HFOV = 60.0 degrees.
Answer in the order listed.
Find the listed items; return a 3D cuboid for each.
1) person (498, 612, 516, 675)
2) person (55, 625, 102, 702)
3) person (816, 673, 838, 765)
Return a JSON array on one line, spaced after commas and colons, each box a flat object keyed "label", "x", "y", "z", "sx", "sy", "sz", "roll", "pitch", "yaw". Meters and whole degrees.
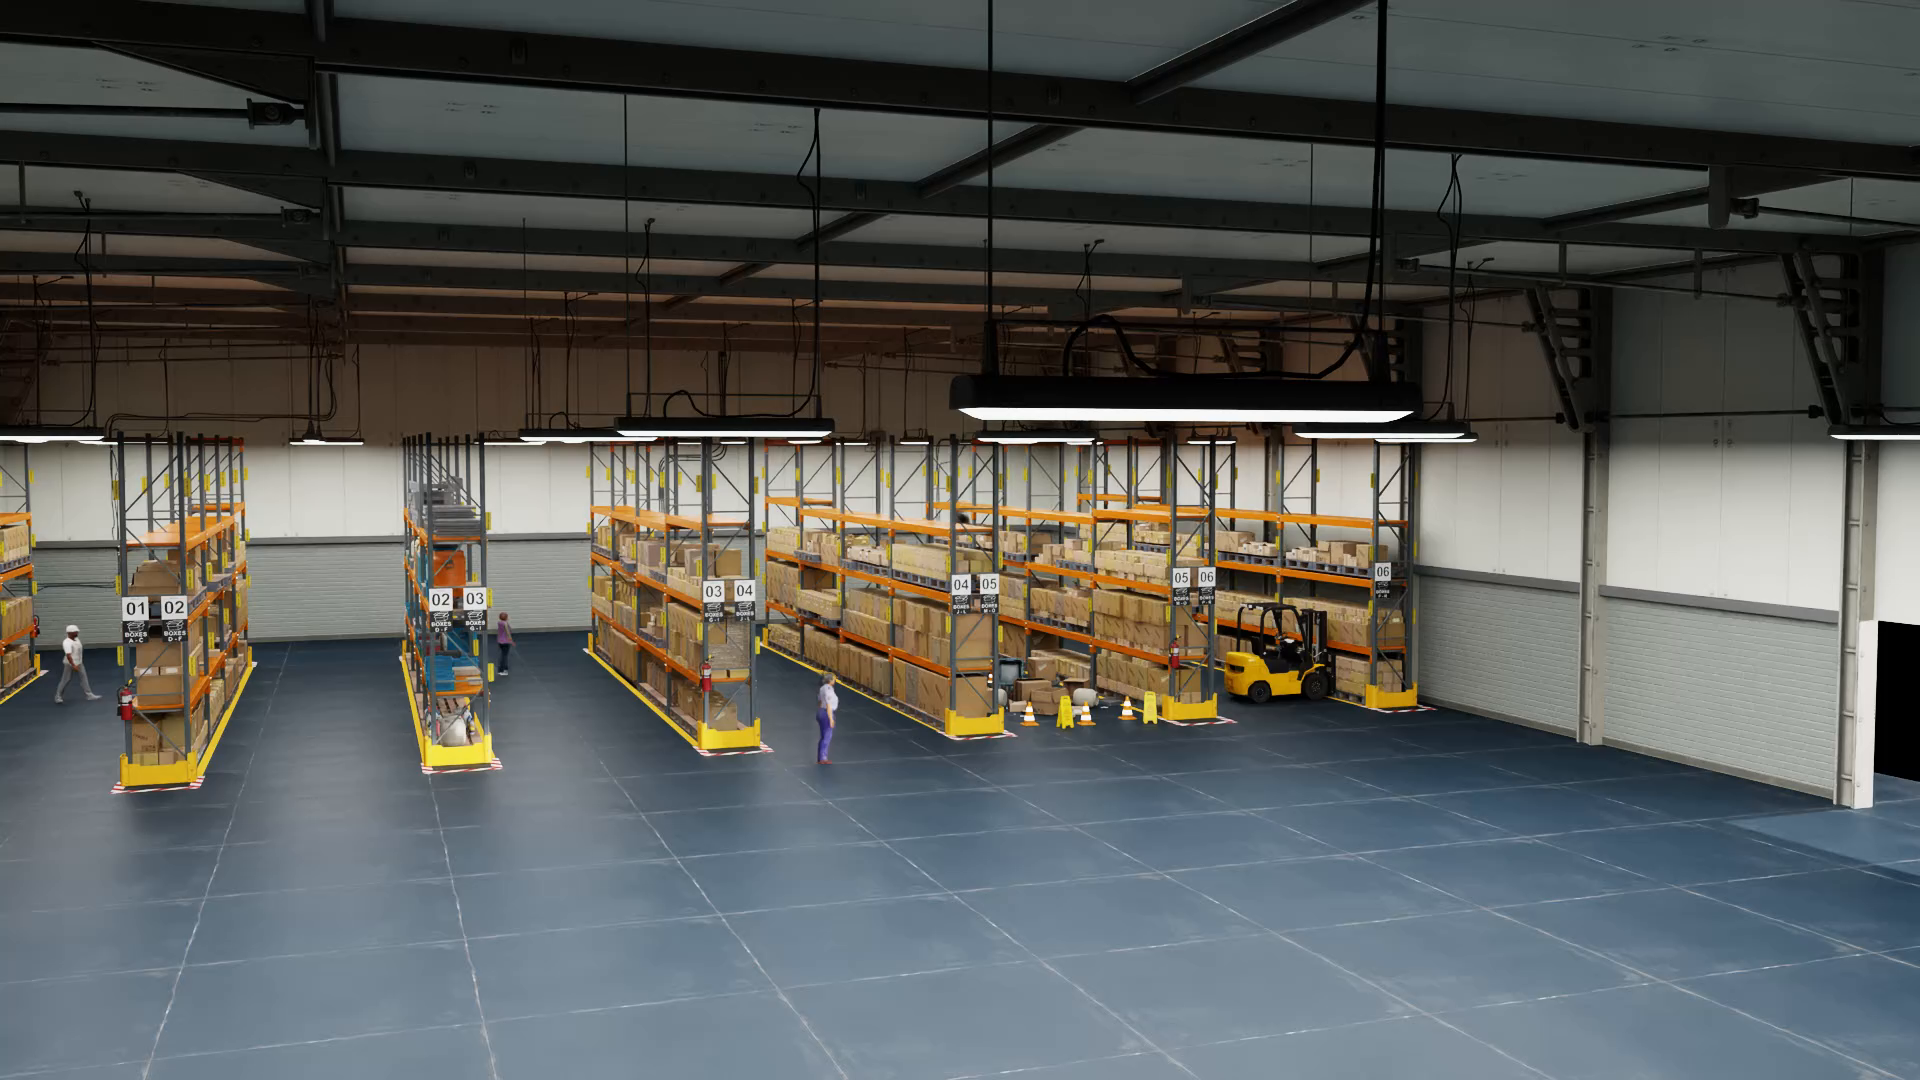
[{"label": "person", "x": -11.422, "y": 2.625, "z": 41.797, "sx": 0.474, "sy": 1.643, "sz": 0.583, "roll": 2, "pitch": 4, "yaw": 29}, {"label": "person", "x": -19.887, "y": 2.779, "z": 37.401, "sx": 0.857, "sy": 1.733, "sz": 0.669, "roll": 0, "pitch": 3, "yaw": 3}, {"label": "person", "x": -2.418, "y": 3.261, "z": 30.170, "sx": 0.371, "sy": 1.694, "sz": 0.564, "roll": -1, "pitch": 3, "yaw": -19}]
